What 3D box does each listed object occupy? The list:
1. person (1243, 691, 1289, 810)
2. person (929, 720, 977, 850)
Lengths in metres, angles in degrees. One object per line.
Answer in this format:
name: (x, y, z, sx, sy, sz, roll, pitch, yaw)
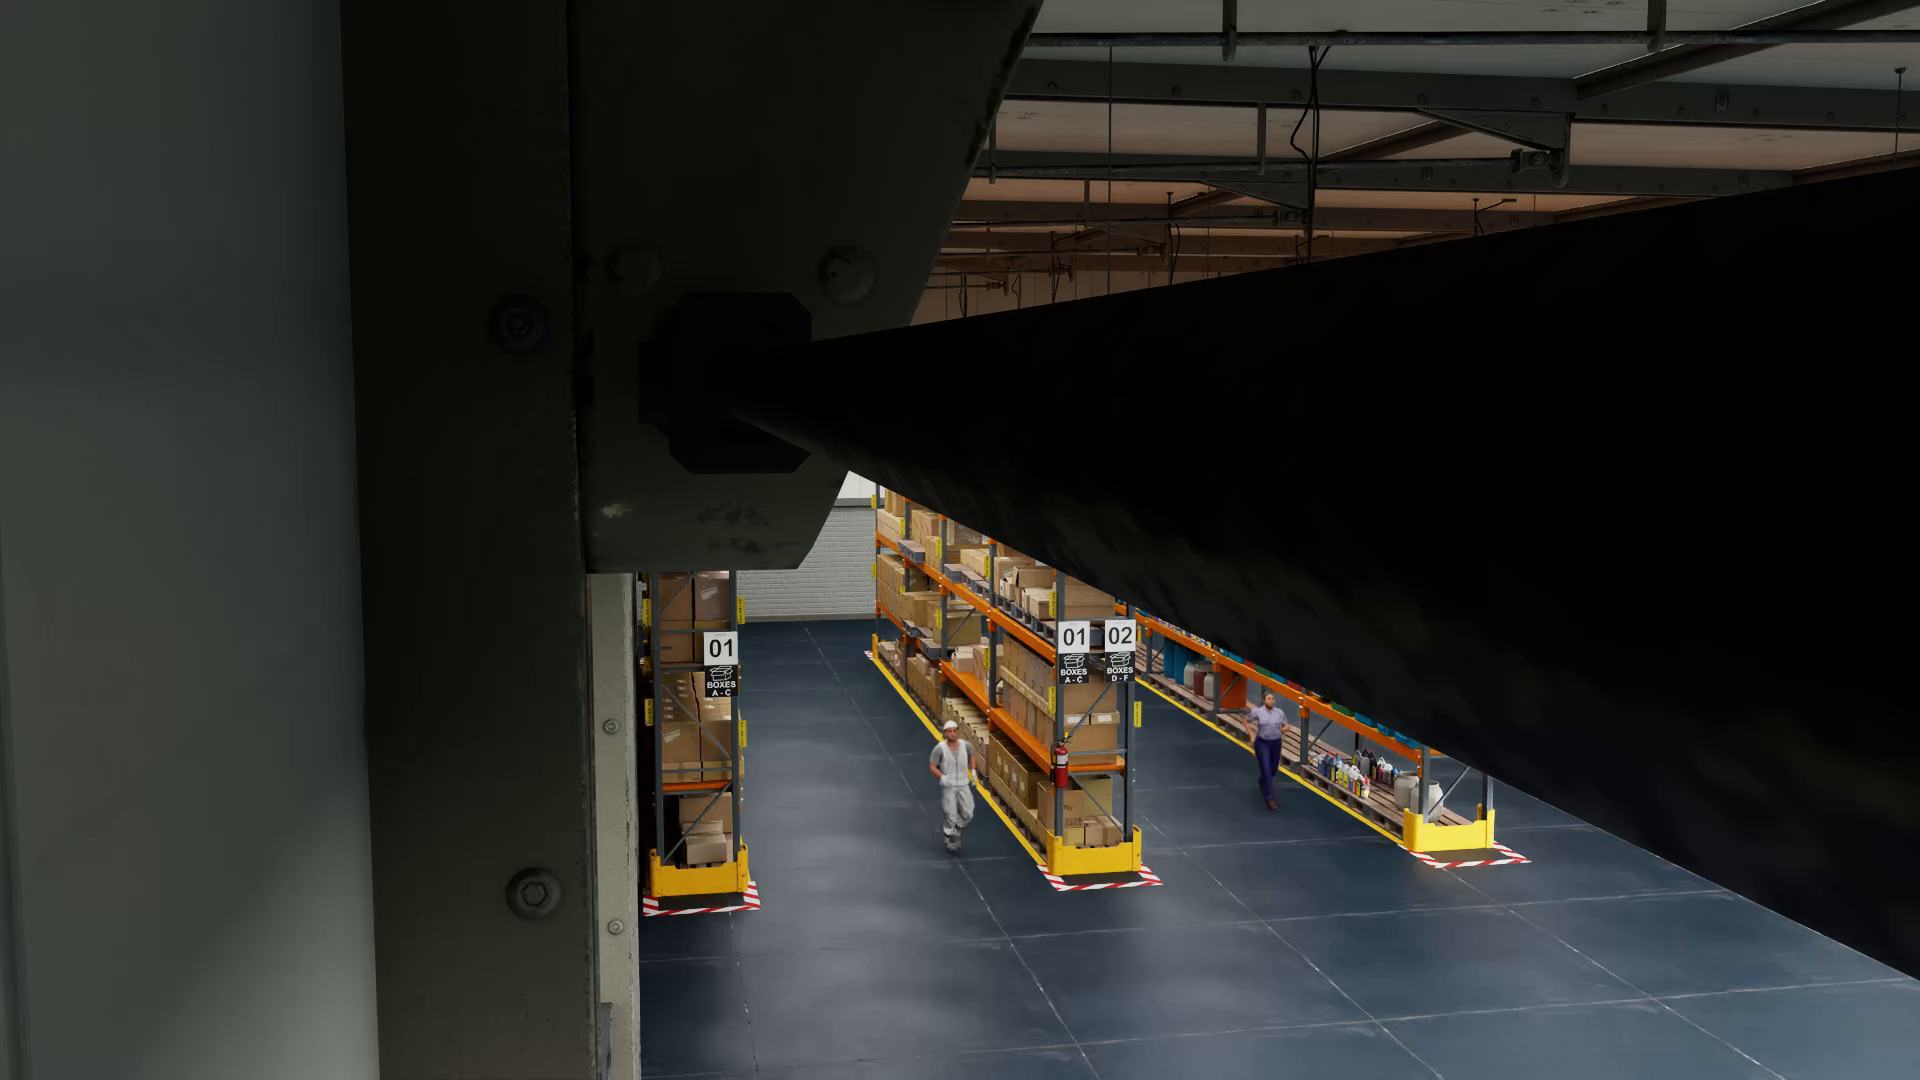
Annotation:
person: (4.486, 3.010, 24.226, 0.605, 1.635, 0.943, -2, 6, -14)
person: (-0.057, 3.226, 21.752, 0.673, 1.739, 0.585, -2, 6, -16)
